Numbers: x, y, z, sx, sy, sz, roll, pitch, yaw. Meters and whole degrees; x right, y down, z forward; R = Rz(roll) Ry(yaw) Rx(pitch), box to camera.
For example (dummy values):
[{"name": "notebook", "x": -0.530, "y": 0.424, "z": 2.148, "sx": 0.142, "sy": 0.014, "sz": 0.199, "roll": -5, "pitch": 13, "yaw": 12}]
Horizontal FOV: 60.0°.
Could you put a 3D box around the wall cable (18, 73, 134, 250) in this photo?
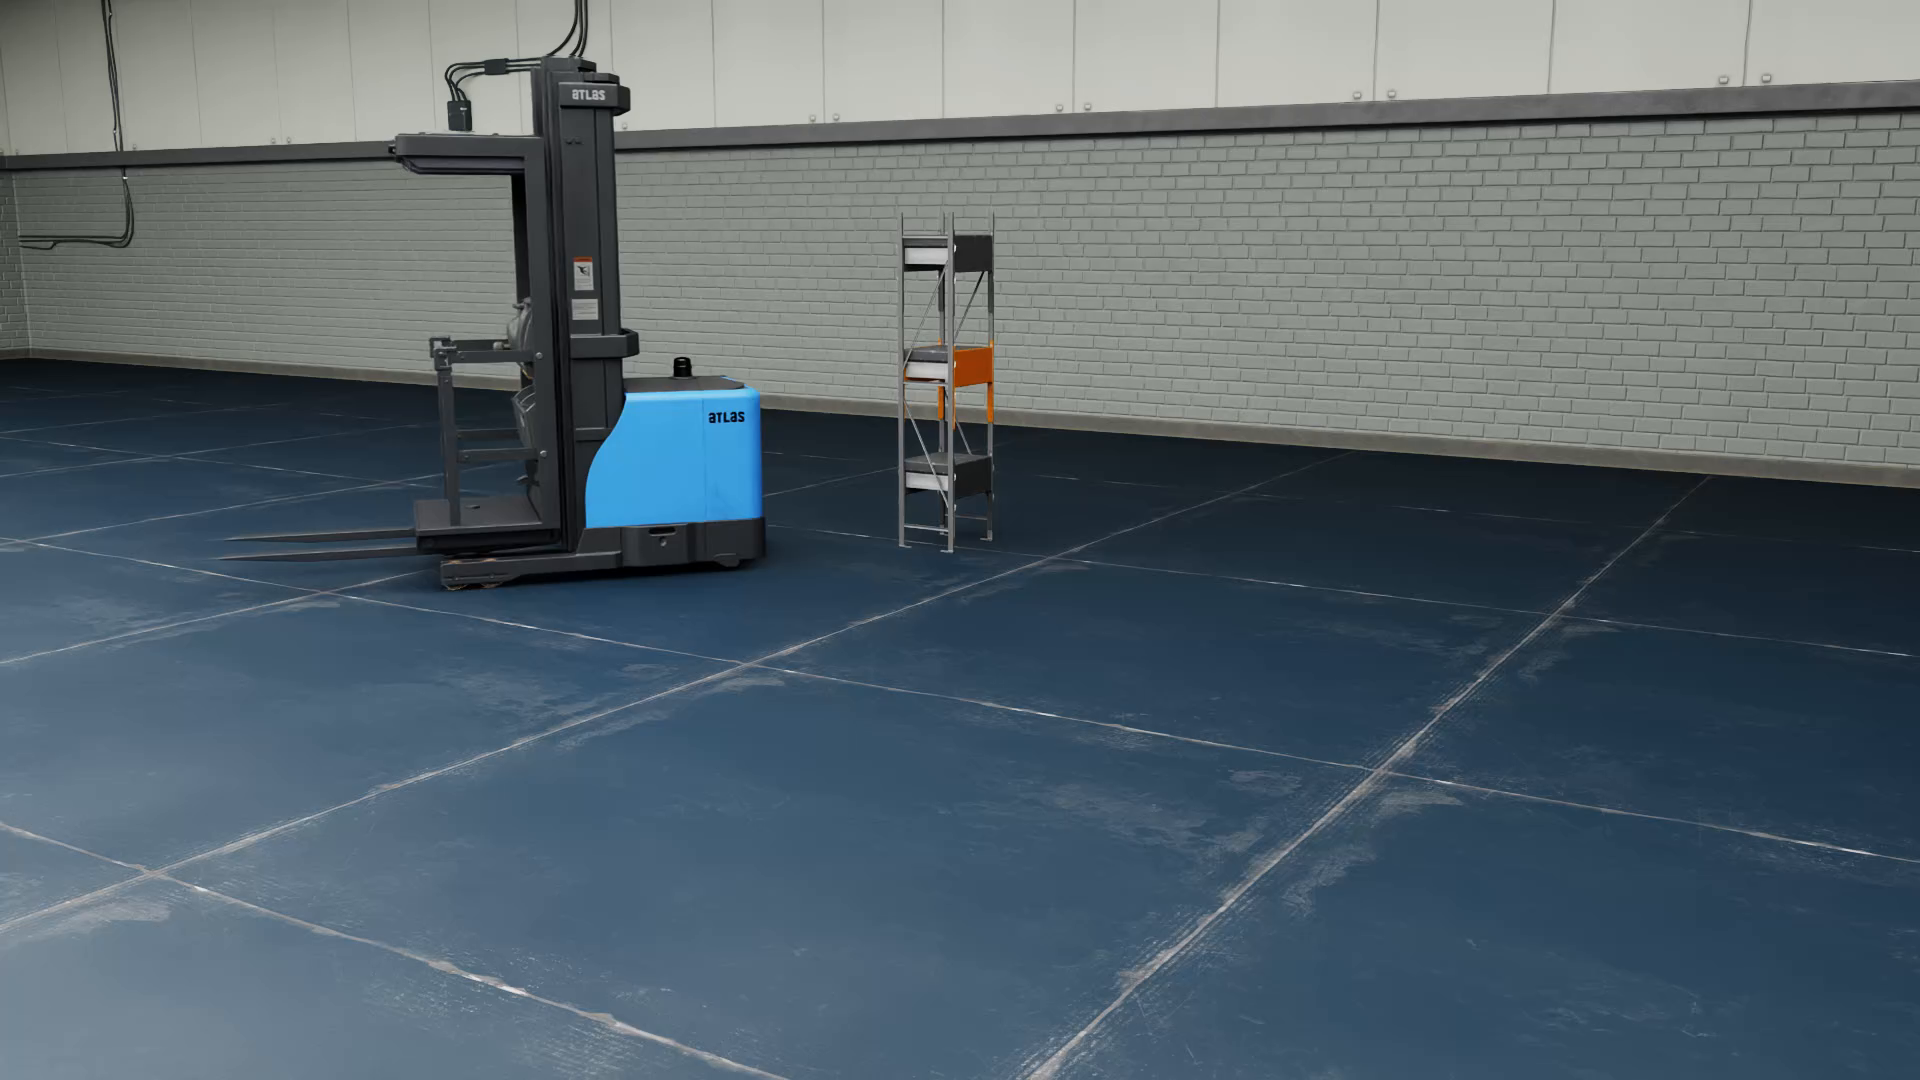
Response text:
[{"name": "wall cable", "x": -13.439, "y": -5.634, "z": 24.948, "sx": 3.097, "sy": 2.526, "sz": 0.112, "roll": 6, "pitch": 12, "yaw": 31}]

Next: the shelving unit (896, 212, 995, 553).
[{"name": "shelving unit", "x": -0.086, "y": -1.006, "z": 10.536, "sx": 0.431, "sy": 2.100, "sz": 0.503, "roll": 6, "pitch": 12, "yaw": 31}]

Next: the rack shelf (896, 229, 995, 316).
[{"name": "rack shelf", "x": -0.086, "y": -1.681, "z": 10.410, "sx": 0.431, "sy": 0.518, "sz": 0.480, "roll": 6, "pitch": 12, "yaw": 31}]

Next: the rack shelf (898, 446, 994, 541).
[{"name": "rack shelf", "x": -0.086, "y": -0.305, "z": 10.668, "sx": 0.431, "sy": 0.518, "sz": 0.480, "roll": 6, "pitch": 12, "yaw": 31}]

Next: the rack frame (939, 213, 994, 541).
[{"name": "rack frame", "x": 0.041, "y": -1.044, "z": 10.741, "sx": 0.400, "sy": 2.100, "sz": 0.015, "roll": 6, "pitch": 12, "yaw": 31}]

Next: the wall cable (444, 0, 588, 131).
[{"name": "wall cable", "x": -5.334, "y": -7.923, "z": 19.491, "sx": 2.305, "sy": 6.003, "sz": 0.169, "roll": 6, "pitch": 12, "yaw": 31}]

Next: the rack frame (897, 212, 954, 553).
[{"name": "rack frame", "x": -0.213, "y": -0.968, "z": 10.331, "sx": 0.400, "sy": 2.100, "sz": 0.015, "roll": 6, "pitch": 12, "yaw": 31}]

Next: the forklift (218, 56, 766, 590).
[{"name": "forklift", "x": -2.739, "y": -1.267, "z": 9.672, "sx": 3.031, "sy": 2.935, "sz": 1.130, "roll": -4, "pitch": 11, "yaw": -18}]

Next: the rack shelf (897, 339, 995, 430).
[{"name": "rack shelf", "x": -0.086, "y": -0.993, "z": 10.539, "sx": 0.431, "sy": 0.518, "sz": 0.480, "roll": 6, "pitch": 12, "yaw": 31}]

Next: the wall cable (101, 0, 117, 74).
[{"name": "wall cable", "x": -11.127, "y": -7.858, "z": 23.102, "sx": 3.097, "sy": 2.526, "sz": 0.112, "roll": 6, "pitch": 12, "yaw": 31}]
